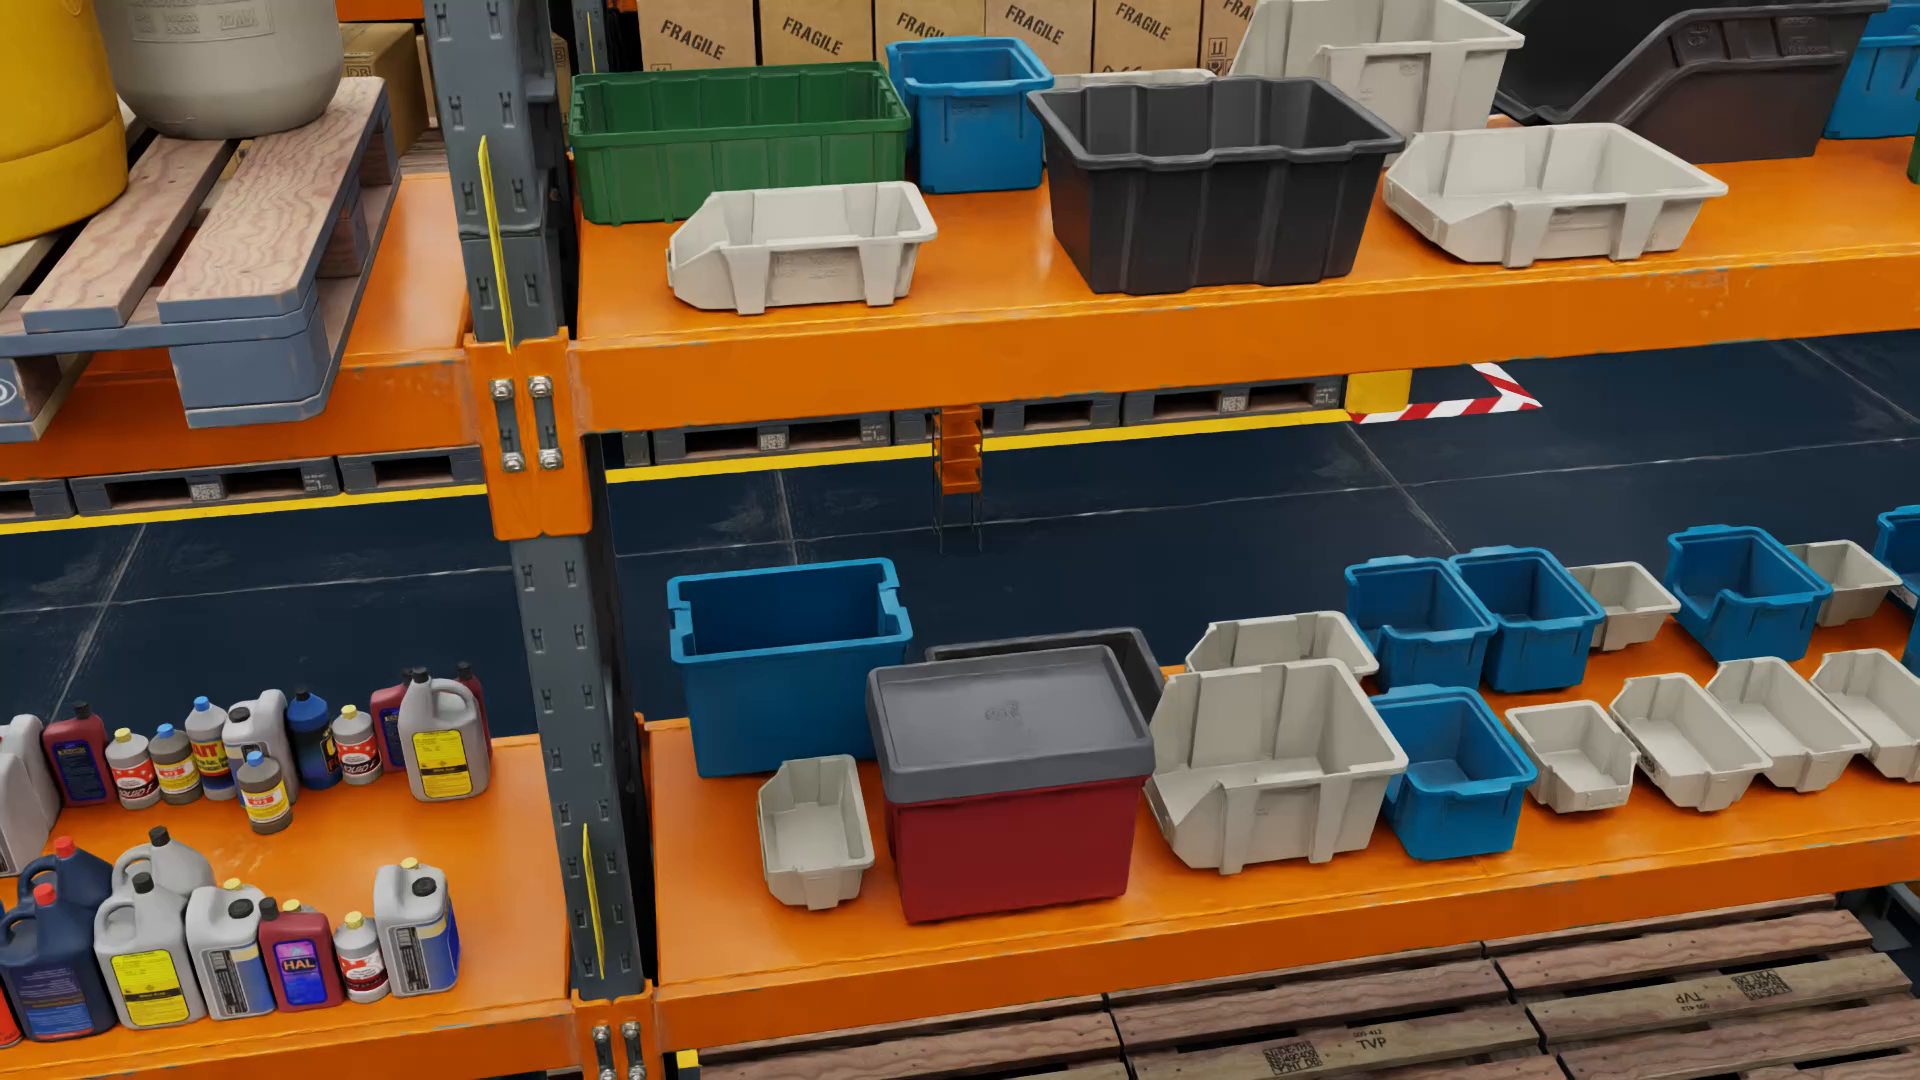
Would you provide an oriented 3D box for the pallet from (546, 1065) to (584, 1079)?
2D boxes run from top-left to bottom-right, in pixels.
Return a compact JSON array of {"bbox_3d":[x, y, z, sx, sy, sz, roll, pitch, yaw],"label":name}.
[{"bbox_3d":[-1.589,1.815,4.455,1.213,0.211,1.003,-5,31,-9],"label":"pallet"}]

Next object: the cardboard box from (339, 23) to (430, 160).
[{"bbox_3d":[-2.882,-2.105,7.858,0.500,0.500,0.700,-1,30,-1],"label":"cardboard box"}]

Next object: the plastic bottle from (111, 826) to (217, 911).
[{"bbox_3d":[-1.694,0.759,3.548,0.185,0.351,0.144,-5,31,-9],"label":"plastic bottle"}]

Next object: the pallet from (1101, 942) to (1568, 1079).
[{"bbox_3d":[1.097,1.566,4.879,1.213,0.211,1.003,-5,31,-9],"label":"pallet"}]

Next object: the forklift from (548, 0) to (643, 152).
[{"bbox_3d":[-2.301,-3.083,10.102,1.130,2.935,3.031,-18,35,-28],"label":"forklift"}]

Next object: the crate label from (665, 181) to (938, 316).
[{"bbox_3d":[-0.289,-0.517,2.971,0.466,0.136,0.293,-5,31,-9],"label":"crate label"}]

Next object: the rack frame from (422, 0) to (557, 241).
[{"bbox_3d":[-0.822,-2.023,2.312,0.127,3.000,1.000,-5,31,-9],"label":"rack frame"}]

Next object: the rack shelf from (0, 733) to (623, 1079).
[{"bbox_3d":[-2.790,1.056,3.705,4.000,0.370,1.077,-5,31,-9],"label":"rack shelf"}]

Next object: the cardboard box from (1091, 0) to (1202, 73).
[{"bbox_3d":[0.830,-2.472,7.910,0.500,0.500,0.500,-4,31,-8],"label":"cardboard box"}]

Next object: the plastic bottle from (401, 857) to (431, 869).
[{"bbox_3d":[-1.193,0.785,3.651,0.097,0.201,0.097,0,30,0],"label":"plastic bottle"}]

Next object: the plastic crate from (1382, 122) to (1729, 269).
[{"bbox_3d":[1.124,-0.669,3.229,0.530,0.136,0.437,-5,31,-9],"label":"plastic crate"}]

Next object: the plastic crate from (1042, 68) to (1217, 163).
[{"bbox_3d":[0.360,-0.922,3.660,0.466,0.136,0.293,-5,31,-9],"label":"plastic crate"}]

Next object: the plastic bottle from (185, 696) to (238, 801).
[{"bbox_3d":[-1.825,0.501,4.065,0.097,0.271,0.097,0,30,0],"label":"plastic bottle"}]

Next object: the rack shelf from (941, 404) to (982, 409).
[{"bbox_3d":[-0.014,-0.684,7.344,0.180,0.103,0.258,-5,31,-9],"label":"rack shelf"}]

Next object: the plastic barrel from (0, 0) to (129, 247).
[{"bbox_3d":[-1.684,-0.808,2.605,0.600,0.588,0.600,0,30,0],"label":"plastic barrel"}]

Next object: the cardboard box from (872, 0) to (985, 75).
[{"bbox_3d":[-0.184,-2.378,7.749,0.500,0.500,0.500,-6,31,-10],"label":"cardboard box"}]

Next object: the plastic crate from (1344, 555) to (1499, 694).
[{"bbox_3d":[1.220,0.250,4.471,0.300,0.233,0.416,-5,31,-9],"label":"plastic crate"}]

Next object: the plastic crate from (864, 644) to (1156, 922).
[{"bbox_3d":[0.101,0.553,3.728,0.583,0.464,0.402,-5,31,-9],"label":"plastic crate"}]

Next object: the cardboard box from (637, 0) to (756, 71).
[{"bbox_3d":[-1.197,-2.284,7.590,0.500,0.500,0.500,-5,31,-8],"label":"cardboard box"}]

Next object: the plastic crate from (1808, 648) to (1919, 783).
[{"bbox_3d":[2.343,0.450,4.226,0.243,0.136,0.396,-5,31,-9],"label":"plastic crate"}]

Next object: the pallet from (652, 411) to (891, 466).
[{"bbox_3d":[-1.035,-0.767,8.846,1.213,0.211,1.003,-5,31,-9],"label":"pallet"}]

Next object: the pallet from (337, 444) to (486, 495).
[{"bbox_3d":[-2.504,-0.612,8.582,1.213,0.211,1.003,-5,31,-9],"label":"pallet"}]

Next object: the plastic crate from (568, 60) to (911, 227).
[{"bbox_3d":[-0.460,-0.828,3.449,0.662,0.188,0.450,-5,31,-9],"label":"plastic crate"}]

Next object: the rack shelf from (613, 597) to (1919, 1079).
[{"bbox_3d":[1.145,0.691,4.326,4.000,0.370,1.077,-5,31,-9],"label":"rack shelf"}]

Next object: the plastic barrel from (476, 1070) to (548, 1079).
[{"bbox_3d":[-1.361,1.328,4.189,0.708,0.901,0.600,-5,31,-9],"label":"plastic barrel"}]

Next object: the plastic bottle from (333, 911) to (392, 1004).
[{"bbox_3d":[-1.261,0.870,3.507,0.097,0.201,0.097,0,30,0],"label":"plastic bottle"}]

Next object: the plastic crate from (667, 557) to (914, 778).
[{"bbox_3d":[-0.425,0.331,4.184,0.575,0.384,0.392,-5,31,-9],"label":"plastic crate"}]

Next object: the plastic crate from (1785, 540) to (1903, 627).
[{"bbox_3d":[2.480,0.132,4.767,0.298,0.136,0.250,-5,31,-9],"label":"plastic crate"}]

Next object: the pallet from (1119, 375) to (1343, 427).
[{"bbox_3d":[1.365,-0.990,9.225,1.213,0.211,1.003,-5,31,-9],"label":"pallet"}]

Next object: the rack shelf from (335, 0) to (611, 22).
[{"bbox_3d":[-4.574,-3.884,12.105,4.000,0.370,1.077,-5,31,-9],"label":"rack shelf"}]

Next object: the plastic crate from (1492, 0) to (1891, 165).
[{"bbox_3d":[1.560,-1.066,3.705,0.767,0.338,0.504,-5,31,-9],"label":"plastic crate"}]

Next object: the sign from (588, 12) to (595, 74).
[{"bbox_3d":[-1.607,-2.130,7.270,0.005,0.325,0.100,-5,31,-9],"label":"sign"}]

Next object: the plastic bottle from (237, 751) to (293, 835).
[{"bbox_3d":[-1.665,0.595,3.975,0.097,0.201,0.097,0,30,0],"label":"plastic bottle"}]

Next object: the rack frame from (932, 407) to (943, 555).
[{"bbox_3d":[-0.104,-0.508,7.429,0.006,1.200,0.240,-5,31,-9],"label":"rack frame"}]

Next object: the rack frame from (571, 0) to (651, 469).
[{"bbox_3d":[-1.711,-1.907,8.034,0.127,3.000,1.000,-5,31,-9],"label":"rack frame"}]

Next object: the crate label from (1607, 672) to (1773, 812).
[{"bbox_3d":[1.785,0.507,4.129,0.243,0.136,0.396,-5,31,-9],"label":"crate label"}]

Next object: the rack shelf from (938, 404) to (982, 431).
[{"bbox_3d":[-0.014,-0.581,7.405,0.180,0.103,0.258,-5,31,-9],"label":"rack shelf"}]

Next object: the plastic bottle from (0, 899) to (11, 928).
[{"bbox_3d":[-2.048,0.835,3.498,0.097,0.271,0.097,0,30,0],"label":"plastic bottle"}]

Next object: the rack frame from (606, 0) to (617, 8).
[{"bbox_3d":[-2.607,-4.376,12.234,0.127,3.000,1.000,-5,31,-9],"label":"rack frame"}]

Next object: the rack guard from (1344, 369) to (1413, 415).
[{"bbox_3d":[2.149,-1.188,9.277,0.348,0.500,1.175,-5,31,-9],"label":"rack guard"}]

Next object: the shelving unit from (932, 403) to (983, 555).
[{"bbox_3d":[-0.014,-0.516,7.444,0.189,1.200,0.258,-5,31,-9],"label":"shelving unit"}]

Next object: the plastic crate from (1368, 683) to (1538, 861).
[{"bbox_3d":[1.138,0.559,3.945,0.300,0.233,0.416,-5,31,-9],"label":"plastic crate"}]

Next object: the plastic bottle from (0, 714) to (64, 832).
[{"bbox_3d":[-2.257,0.553,3.972,0.135,0.276,0.152,-5,31,-9],"label":"plastic bottle"}]

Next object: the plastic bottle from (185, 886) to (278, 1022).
[{"bbox_3d":[-1.511,0.847,3.473,0.135,0.276,0.152,-5,31,-9],"label":"plastic bottle"}]

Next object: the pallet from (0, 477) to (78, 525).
[{"bbox_3d":[-4.904,-0.389,8.203,1.213,0.211,1.003,-5,31,-9],"label":"pallet"}]

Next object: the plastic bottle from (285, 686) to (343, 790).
[{"bbox_3d":[-1.597,0.480,4.101,0.097,0.271,0.097,0,30,0],"label":"plastic bottle"}]

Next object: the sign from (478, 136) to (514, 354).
[{"bbox_3d":[-0.725,-0.459,2.604,0.005,0.325,0.100,-5,31,-9],"label":"sign"}]

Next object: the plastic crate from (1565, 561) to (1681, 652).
[{"bbox_3d":[1.812,0.194,4.662,0.298,0.136,0.250,-5,31,-9],"label":"plastic crate"}]

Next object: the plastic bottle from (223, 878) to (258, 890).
[{"bbox_3d":[-1.552,0.819,3.594,0.097,0.201,0.097,0,30,0],"label":"plastic bottle"}]

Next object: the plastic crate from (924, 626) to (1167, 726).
[{"bbox_3d":[0.230,0.420,4.289,0.590,0.125,0.437,-5,31,-9],"label":"plastic crate"}]

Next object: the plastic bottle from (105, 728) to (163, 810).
[{"bbox_3d":[-2.017,0.549,4.053,0.097,0.201,0.097,0,30,0],"label":"plastic bottle"}]

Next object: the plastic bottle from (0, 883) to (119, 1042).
[{"bbox_3d":[-1.849,0.848,3.397,0.185,0.351,0.144,-5,31,-9],"label":"plastic bottle"}]

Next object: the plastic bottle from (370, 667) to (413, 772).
[{"bbox_3d":[-1.391,0.446,4.147,0.133,0.283,0.061,-5,31,-9],"label":"plastic bottle"}]

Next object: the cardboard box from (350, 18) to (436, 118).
[{"bbox_3d":[-4.097,-3.424,12.320,0.750,0.750,0.750,-4,31,-7],"label":"cardboard box"}]
